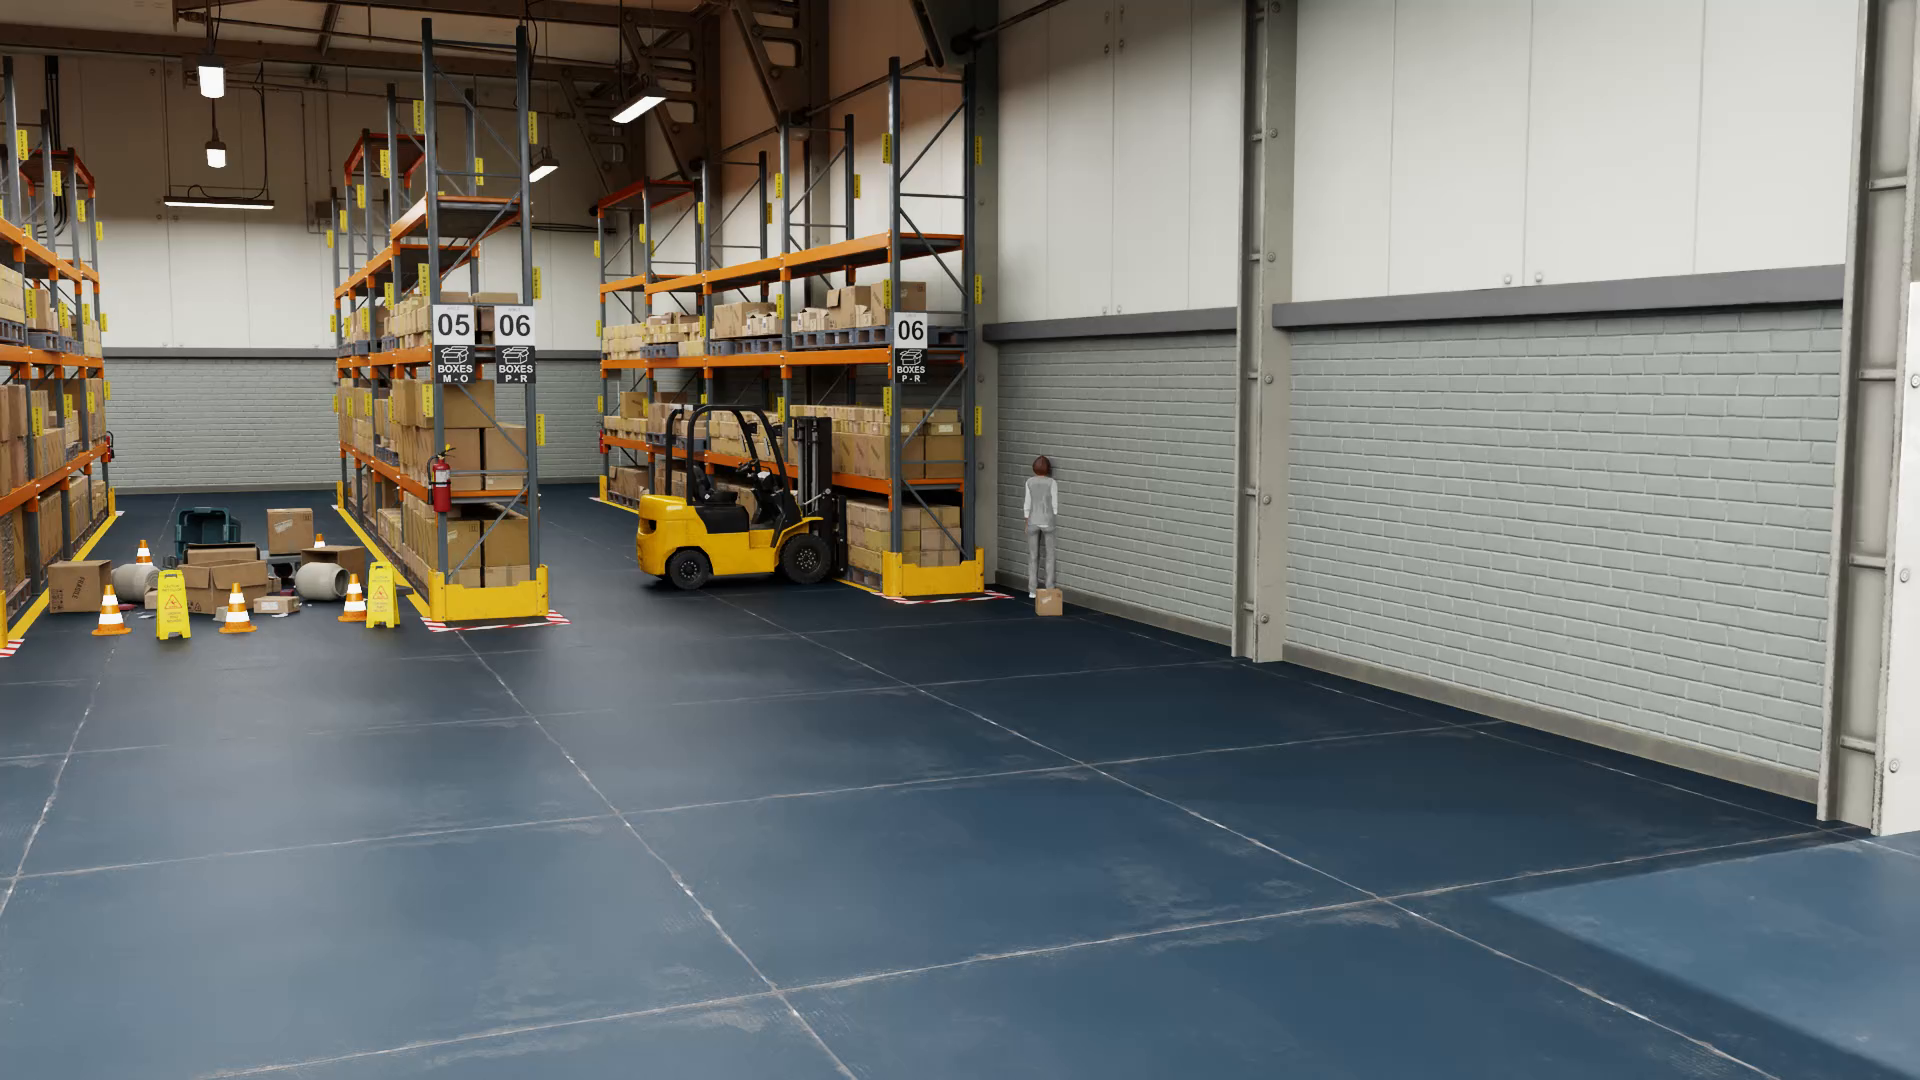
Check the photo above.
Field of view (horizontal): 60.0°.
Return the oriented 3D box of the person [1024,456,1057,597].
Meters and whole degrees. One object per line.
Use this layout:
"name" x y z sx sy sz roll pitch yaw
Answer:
"person" 0.922 -0.145 18.649 0.408 1.604 0.306 1 6 15
